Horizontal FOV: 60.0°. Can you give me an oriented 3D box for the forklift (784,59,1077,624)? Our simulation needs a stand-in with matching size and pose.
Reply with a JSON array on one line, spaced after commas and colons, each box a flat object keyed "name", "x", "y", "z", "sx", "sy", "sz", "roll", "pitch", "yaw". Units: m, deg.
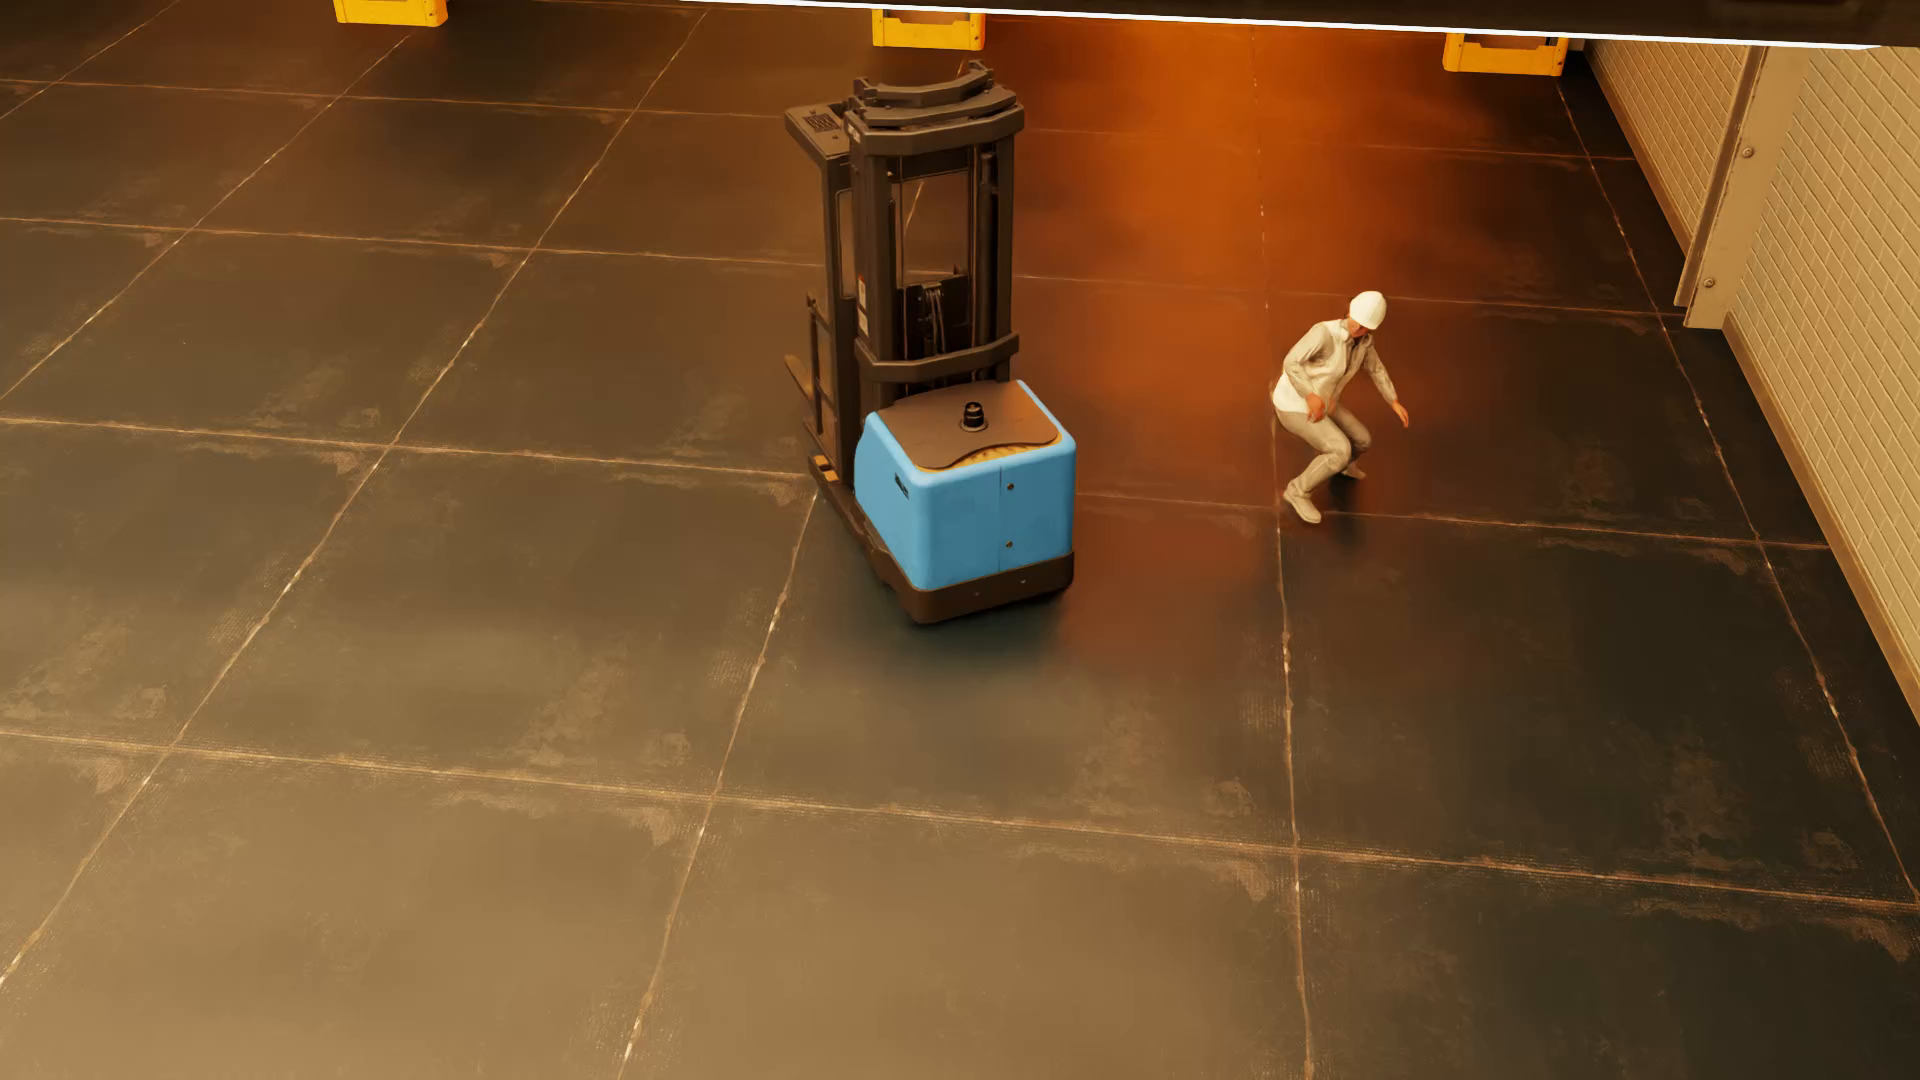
[{"name": "forklift", "x": -0.360, "y": -1.562, "z": 10.148, "sx": 1.130, "sy": 2.935, "sz": 3.031, "roll": -14, "pitch": 39, "yaw": -18}]

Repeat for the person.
[{"name": "person", "x": 2.375, "y": -0.868, "z": 10.456, "sx": 0.691, "sy": 1.548, "sz": 0.881, "roll": 29, "pitch": 46, "yaw": 34}]
